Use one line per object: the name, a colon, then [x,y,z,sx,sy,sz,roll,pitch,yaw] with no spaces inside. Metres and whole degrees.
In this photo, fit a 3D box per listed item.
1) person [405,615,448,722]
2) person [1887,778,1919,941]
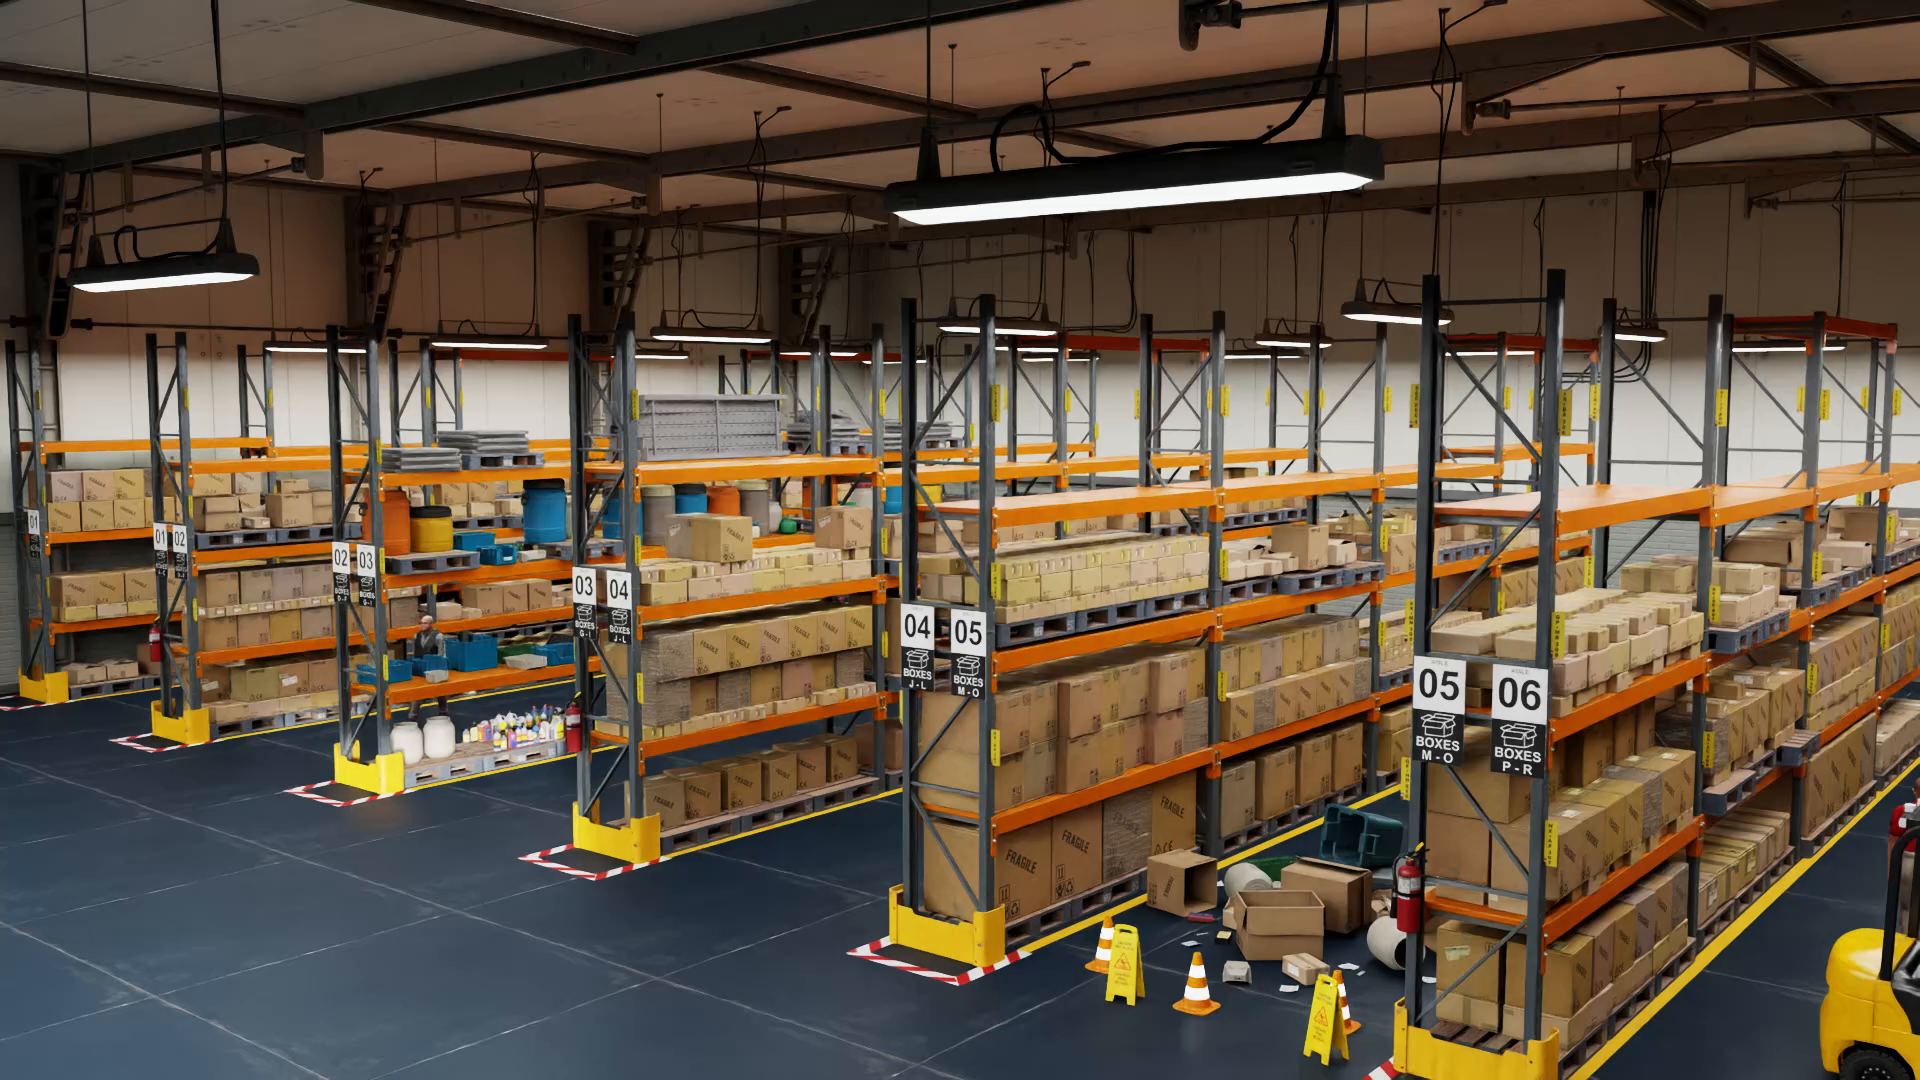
person: [-8.225,1.995,25.678,0.557,1.665,0.987,0,5,3]
person: [8.593,2.977,14.843,0.578,1.723,0.565,4,7,40]
